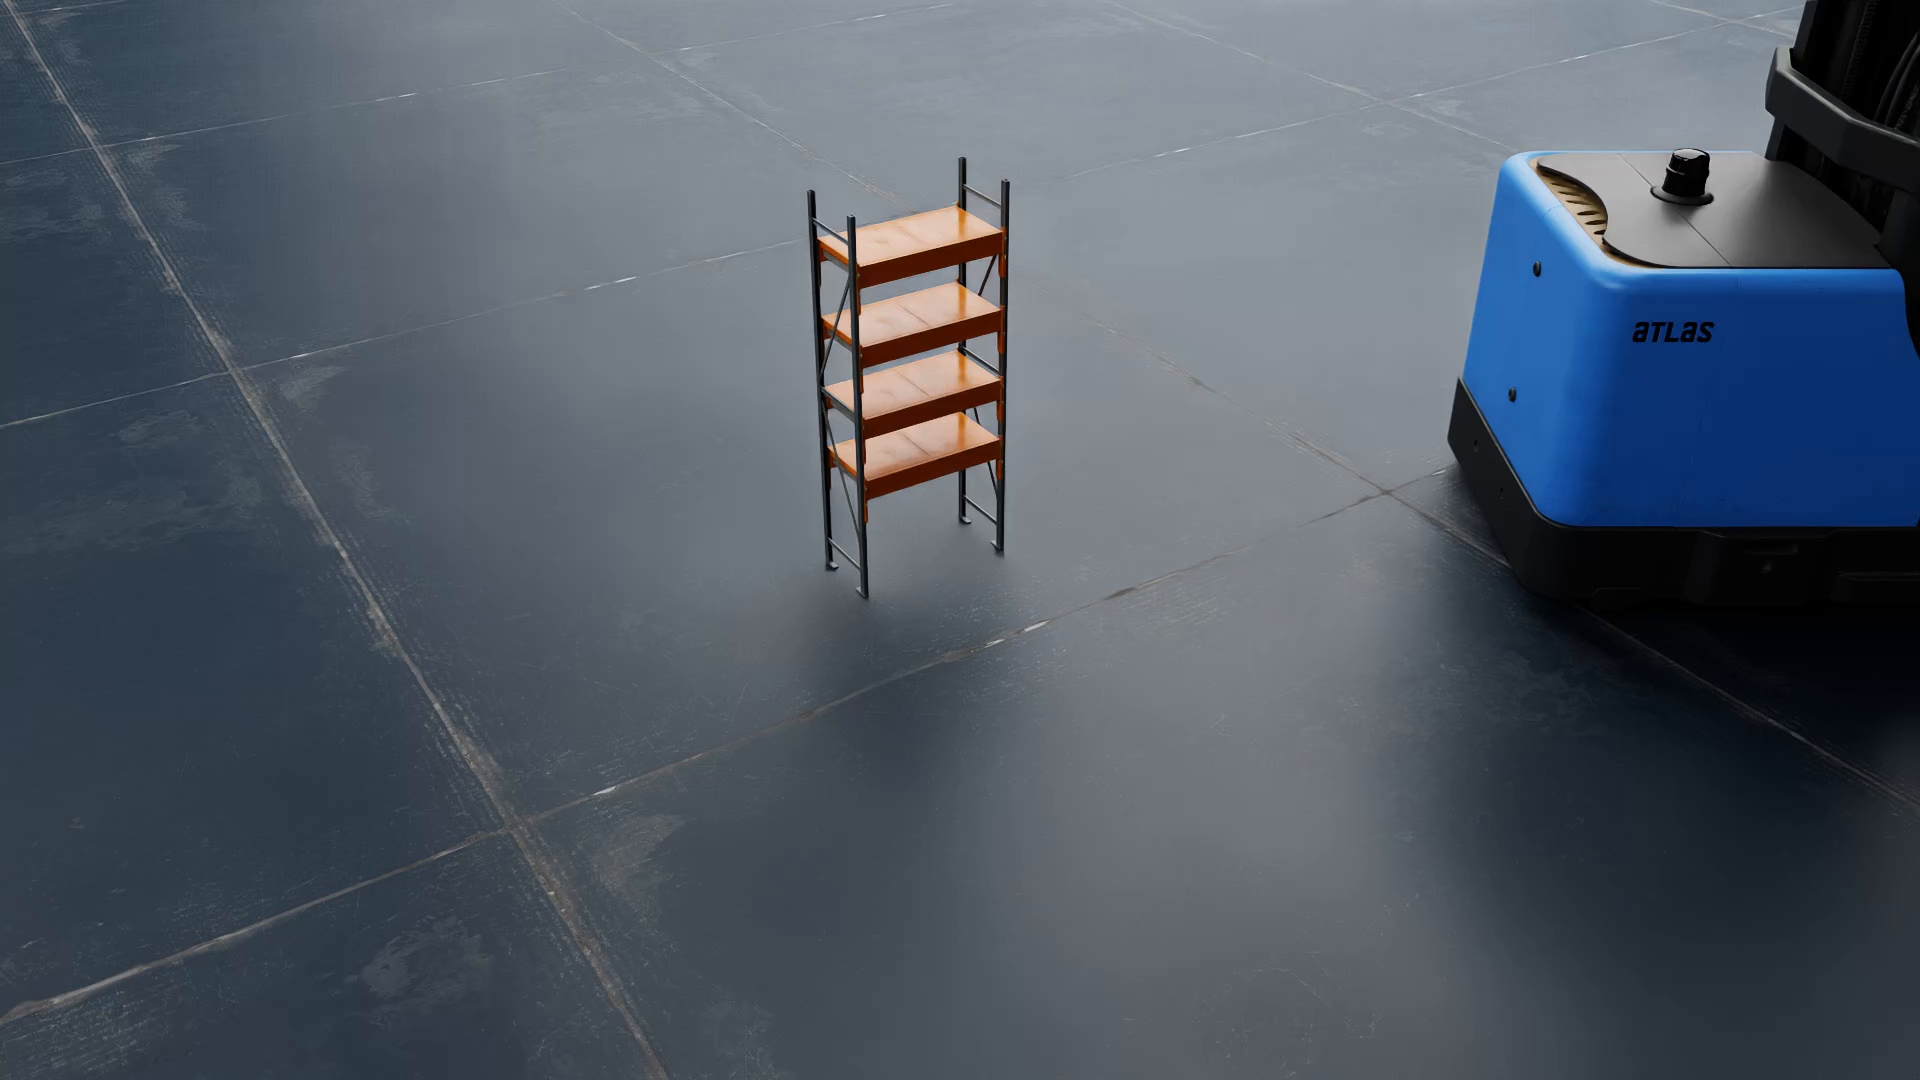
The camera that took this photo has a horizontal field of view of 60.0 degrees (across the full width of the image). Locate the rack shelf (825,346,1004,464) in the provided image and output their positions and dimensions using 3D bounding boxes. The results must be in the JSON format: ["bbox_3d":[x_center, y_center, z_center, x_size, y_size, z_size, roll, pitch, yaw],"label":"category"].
[{"bbox_3d":[-0.139,-0.403,4.890,0.480,0.148,0.258,-19,37,-27],"label":"rack shelf"}]

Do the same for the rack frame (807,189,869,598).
[{"bbox_3d":[-0.344,-0.389,4.742,0.015,1.200,0.240,-19,37,-27],"label":"rack frame"}]

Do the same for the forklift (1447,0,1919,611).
[{"bbox_3d":[3.171,-1.287,4.544,3.031,2.935,1.130,0,32,0],"label":"forklift"}]

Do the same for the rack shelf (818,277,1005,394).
[{"bbox_3d":[-0.139,-0.592,4.771,0.480,0.148,0.258,-19,37,-27],"label":"rack shelf"}]

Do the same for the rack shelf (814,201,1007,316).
[{"bbox_3d":[-0.139,-0.792,4.644,0.480,0.148,0.258,-19,37,-27],"label":"rack shelf"}]

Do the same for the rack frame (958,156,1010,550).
[{"bbox_3d":[0.066,-0.530,4.966,0.015,1.200,0.240,-19,37,-27],"label":"rack frame"}]

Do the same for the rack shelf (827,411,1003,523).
[{"bbox_3d":[-0.139,-0.235,4.996,0.480,0.148,0.258,-19,37,-27],"label":"rack shelf"}]

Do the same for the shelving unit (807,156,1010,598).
[{"bbox_3d":[-0.139,-0.460,4.854,0.503,1.200,0.258,-19,37,-27],"label":"shelving unit"}]
